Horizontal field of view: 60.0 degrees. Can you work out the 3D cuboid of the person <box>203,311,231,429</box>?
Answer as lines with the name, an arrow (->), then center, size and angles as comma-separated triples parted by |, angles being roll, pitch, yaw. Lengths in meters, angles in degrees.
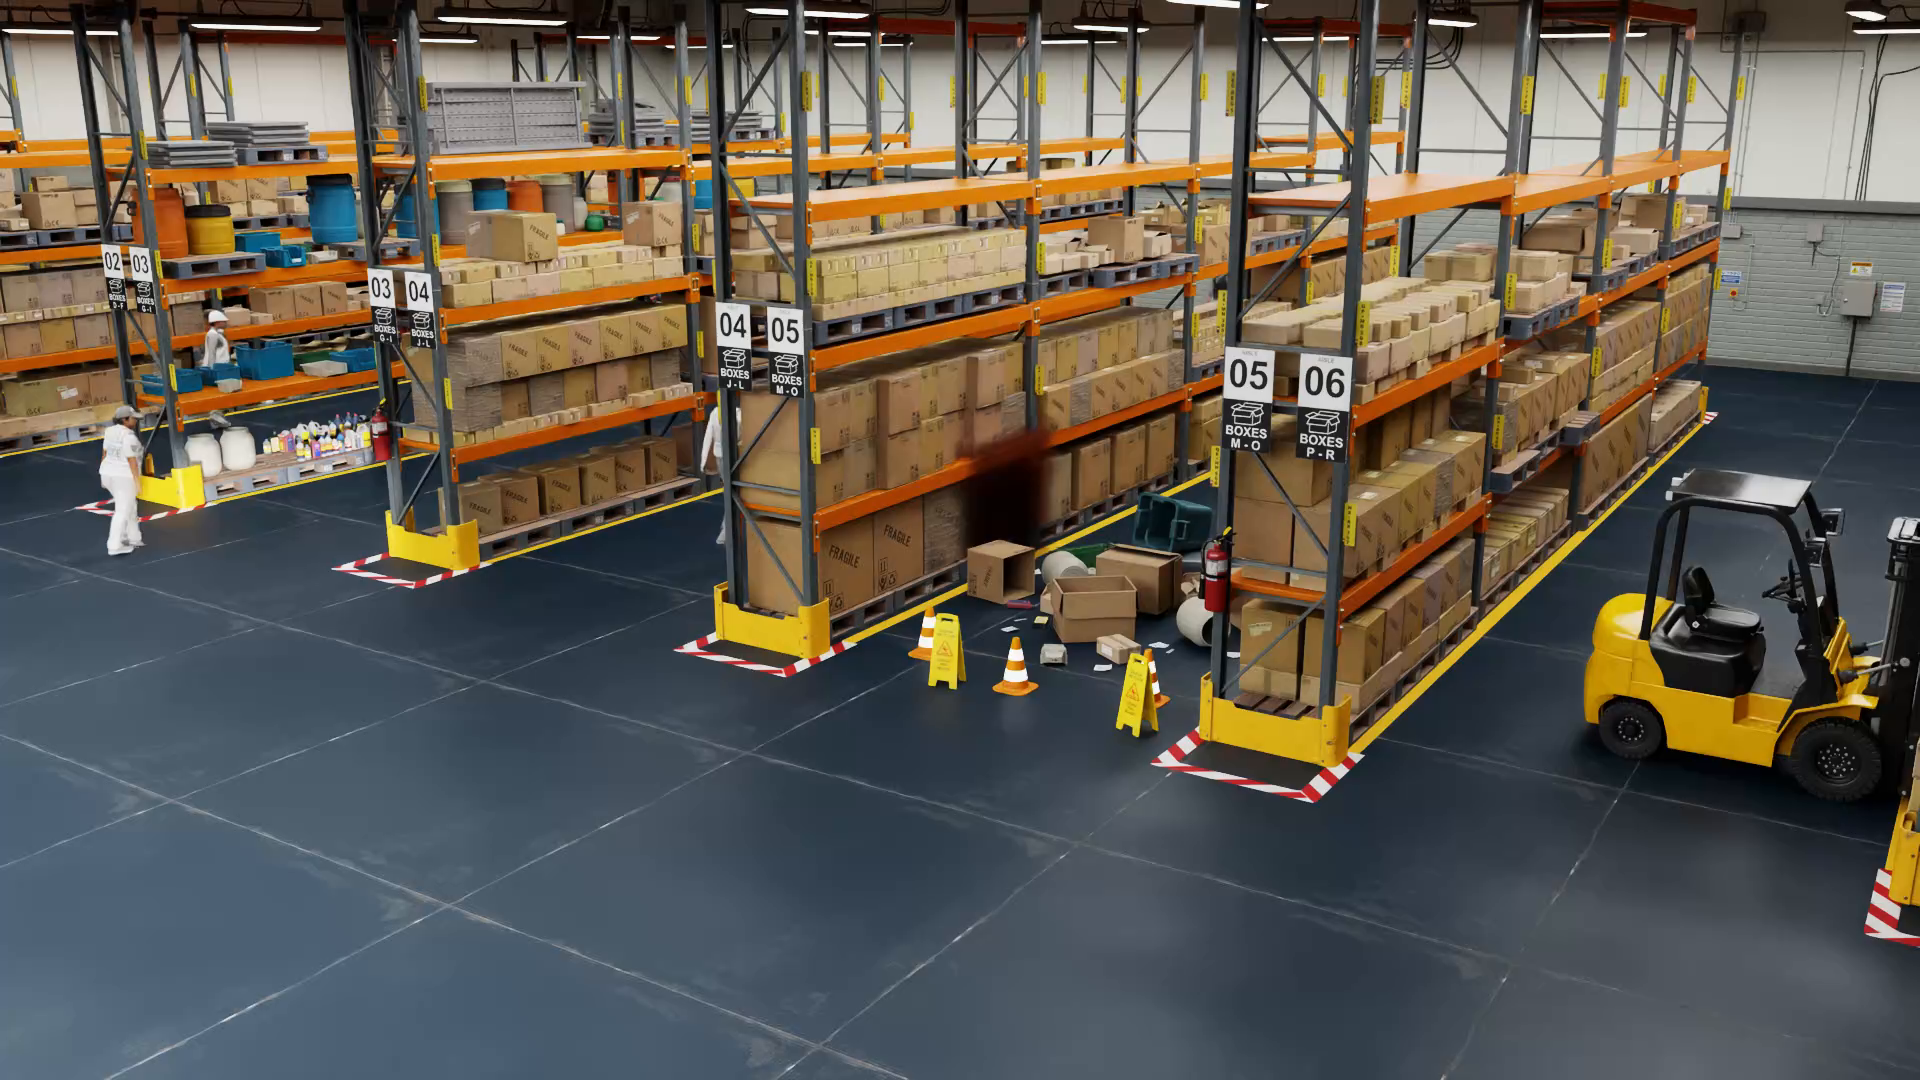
person -> -11.245, -2.578, 25.172 | 0.576, 1.761, 0.530 | 13, 20, 40

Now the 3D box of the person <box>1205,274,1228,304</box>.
person -> 5.233, -4.811, 33.320 | 1.097, 1.655, 0.516 | -6, 17, -21

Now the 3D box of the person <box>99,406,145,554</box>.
person -> -9.363, -0.647, 18.582 | 0.536, 1.708, 0.606 | 8, 17, 27

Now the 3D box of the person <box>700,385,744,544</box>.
person -> -2.533, -0.860, 18.135 | 0.525, 1.714, 0.639 | 8, 17, 26
